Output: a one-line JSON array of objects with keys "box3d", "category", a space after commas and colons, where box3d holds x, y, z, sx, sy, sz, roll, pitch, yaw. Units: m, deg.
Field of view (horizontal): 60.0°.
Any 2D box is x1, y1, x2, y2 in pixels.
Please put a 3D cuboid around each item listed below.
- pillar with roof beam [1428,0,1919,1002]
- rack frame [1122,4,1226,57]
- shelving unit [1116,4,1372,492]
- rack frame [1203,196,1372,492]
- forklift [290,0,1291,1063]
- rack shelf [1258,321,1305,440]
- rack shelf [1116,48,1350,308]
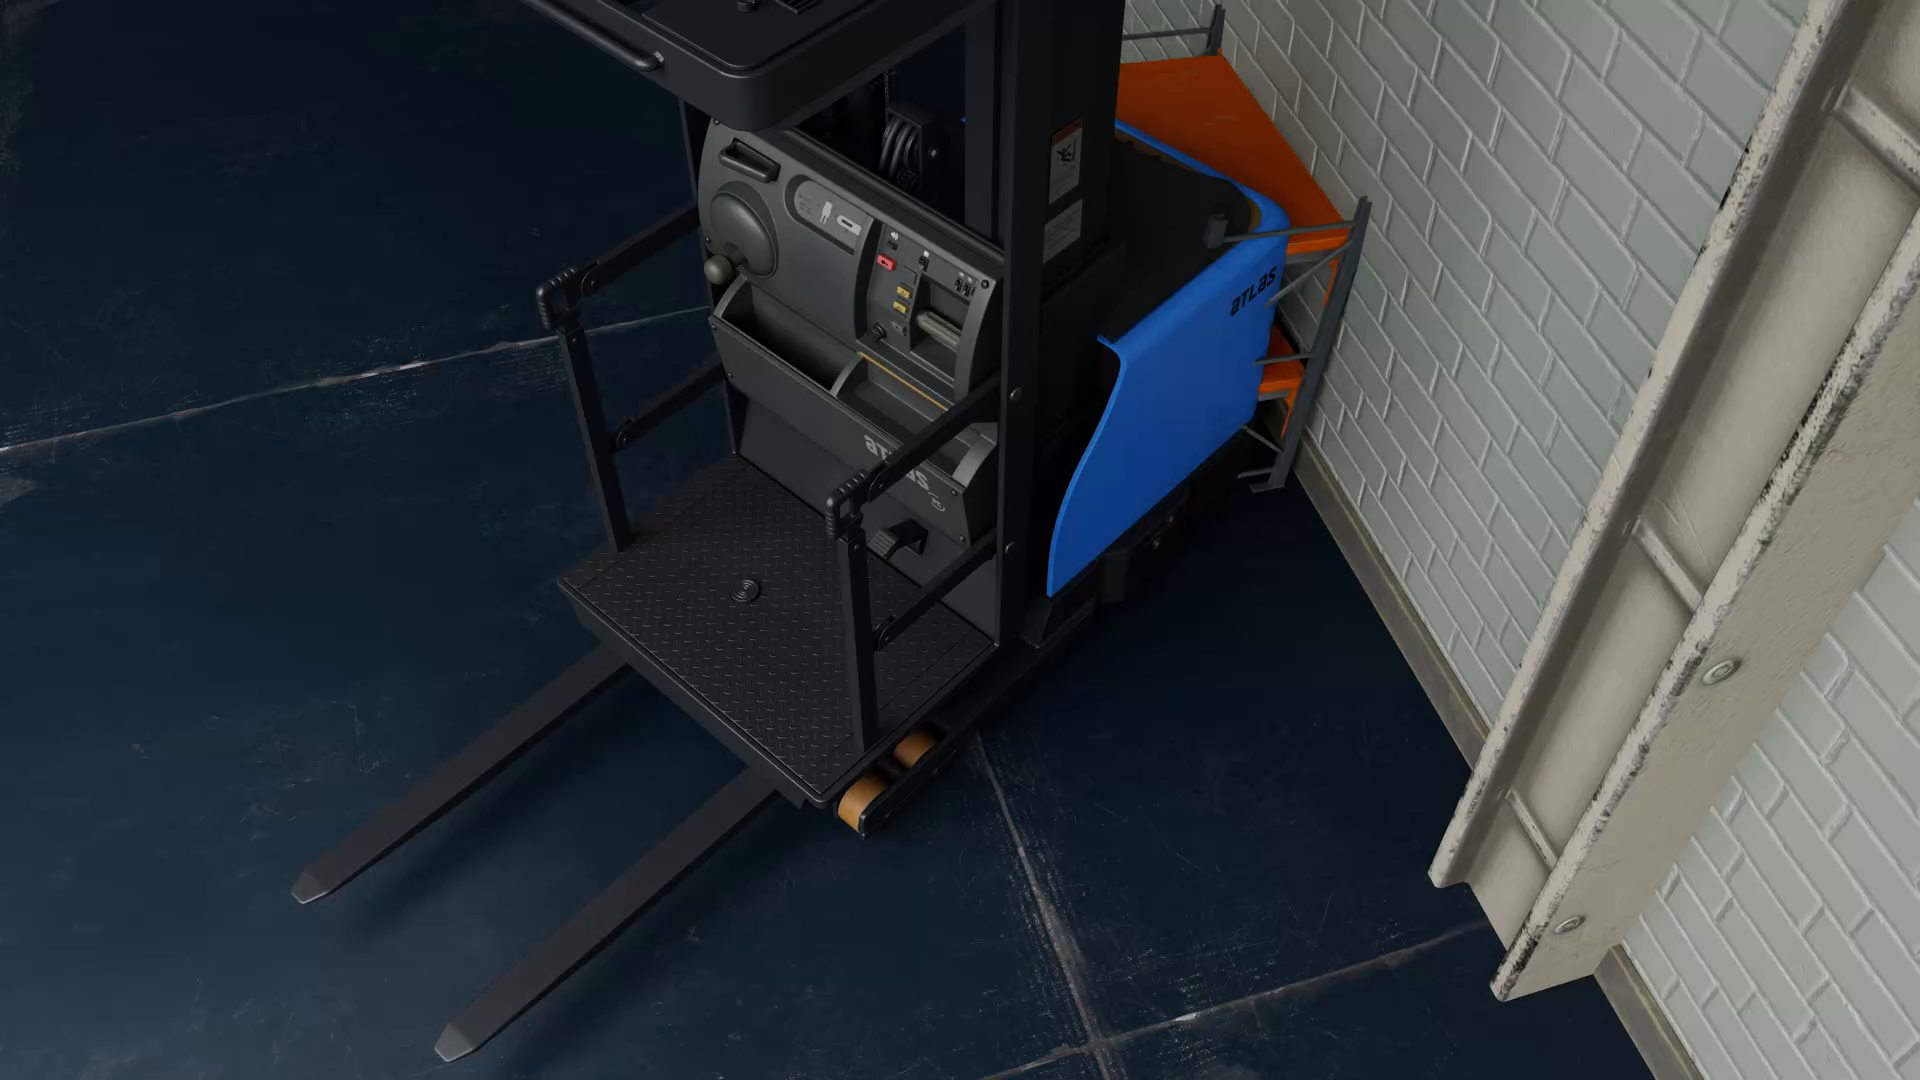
[{"box3d": [-2.645, -0.924, 0.143, 9.100, 9.000, 0.400, -13, 51, -11], "category": "pillar with roof beam"}, {"box3d": [0.556, -1.254, 5.560, 0.500, 1.125, 0.032, -10, 50, -15], "category": "rack frame"}, {"box3d": [0.708, -0.888, 5.242, 0.538, 1.125, 1.048, -10, 50, -15], "category": "shelving unit"}, {"box3d": [0.859, -0.521, 4.924, 0.500, 1.125, 0.032, -10, 50, -15], "category": "rack frame"}, {"box3d": [-0.427, -0.591, 3.831, 1.130, 2.935, 3.031, 35, 58, 26], "category": "forklift"}, {"box3d": [0.686, -0.723, 5.421, 0.538, 0.278, 1.000, -10, 50, -15], "category": "rack shelf"}, {"box3d": [0.734, -1.085, 5.027, 0.538, 0.278, 1.000, -10, 50, -15], "category": "rack shelf"}]
